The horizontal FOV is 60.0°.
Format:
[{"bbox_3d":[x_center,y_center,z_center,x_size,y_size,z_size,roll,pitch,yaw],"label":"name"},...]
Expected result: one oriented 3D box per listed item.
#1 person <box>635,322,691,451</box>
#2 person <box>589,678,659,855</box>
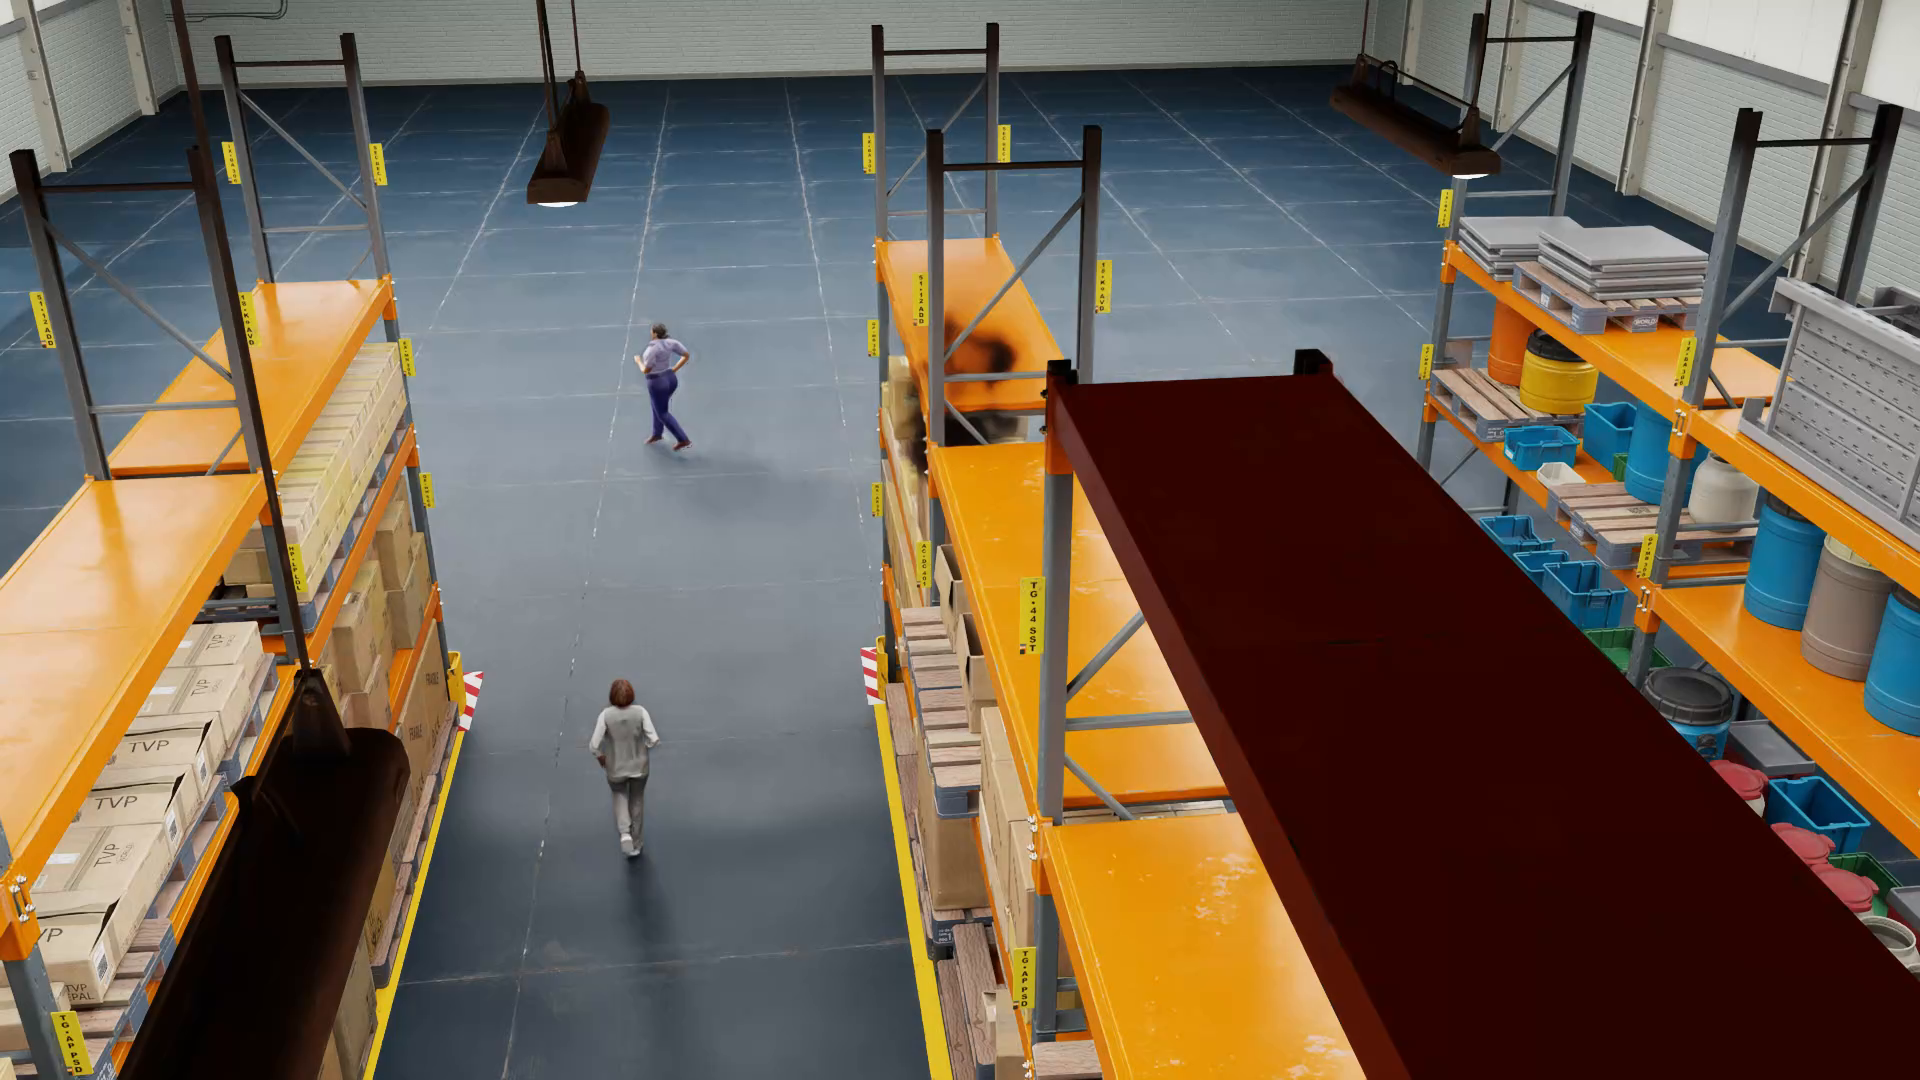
[{"bbox_3d":[-3.682,-1.881,20.524,0.809,1.666,0.599,12,28,24],"label":"person"},{"bbox_3d":[-2.600,1.785,12.966,0.531,1.566,0.495,-7,26,-13],"label":"person"}]
